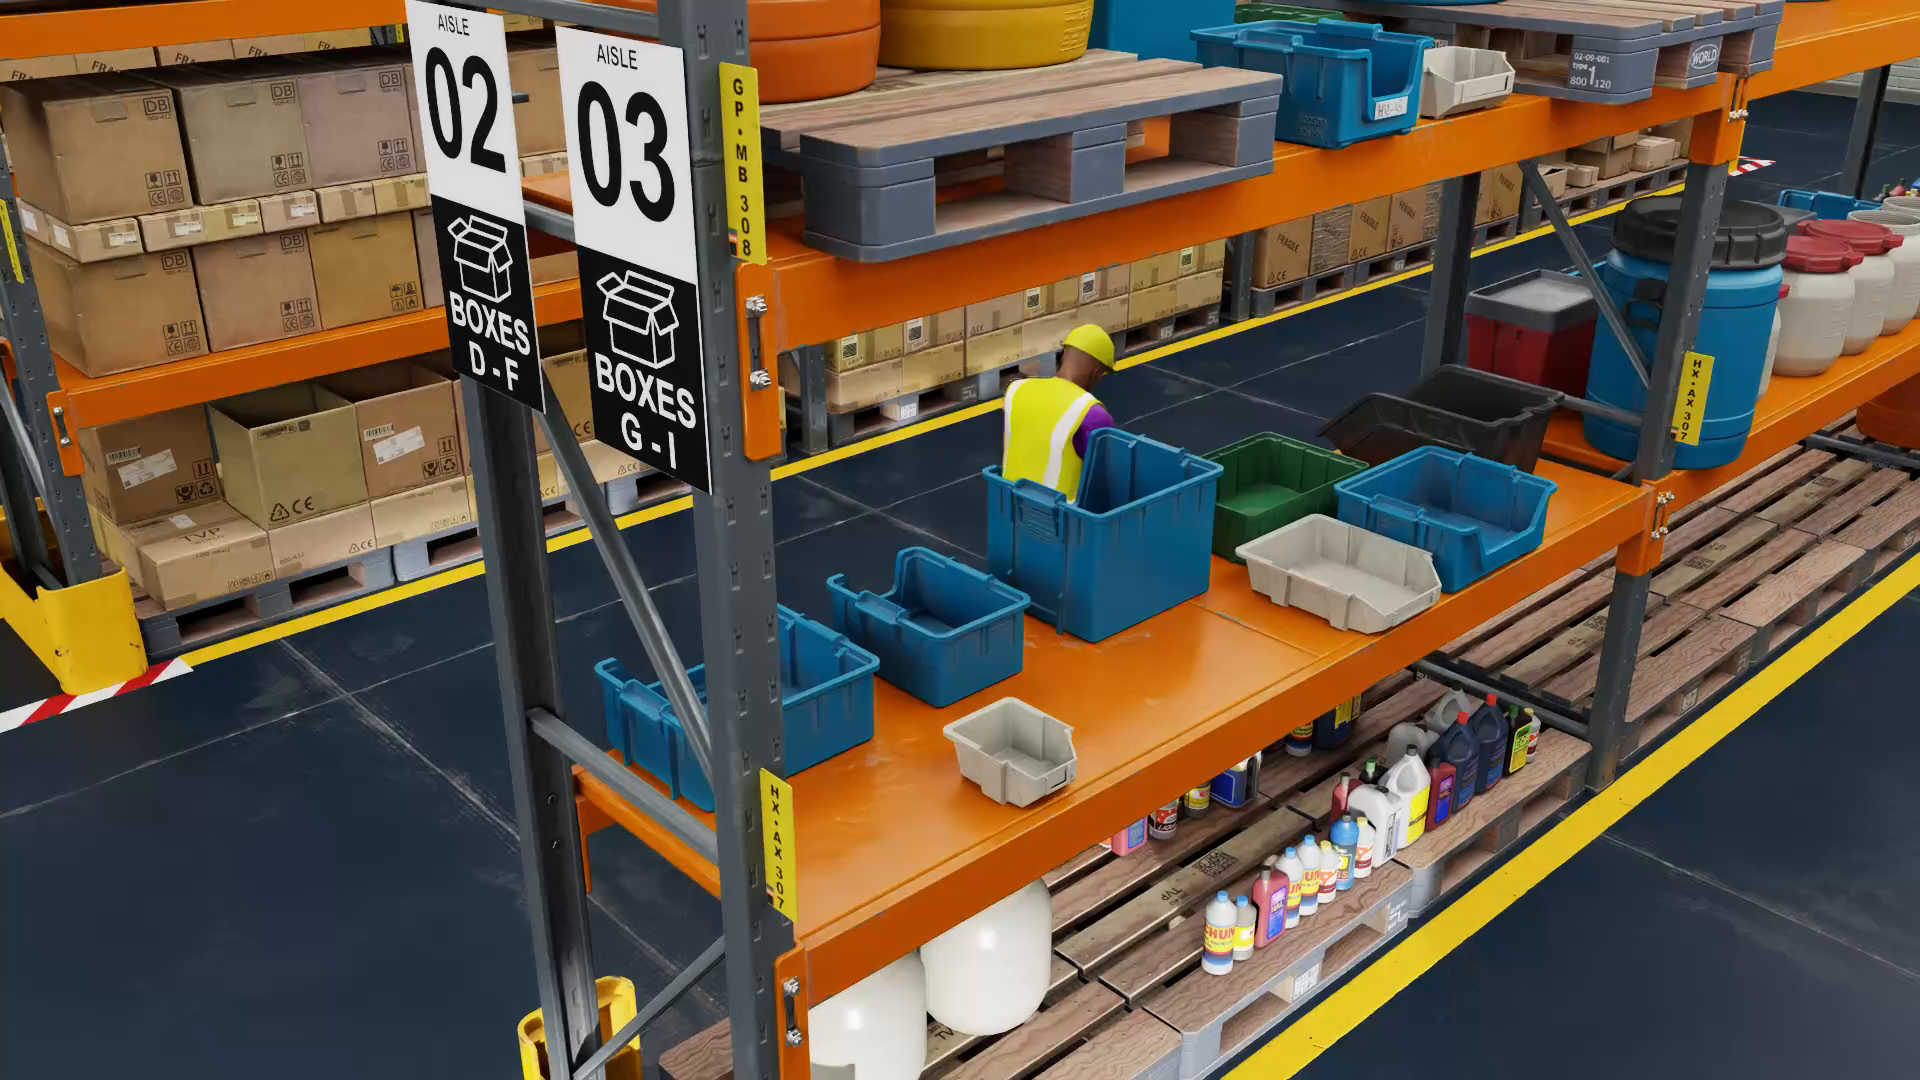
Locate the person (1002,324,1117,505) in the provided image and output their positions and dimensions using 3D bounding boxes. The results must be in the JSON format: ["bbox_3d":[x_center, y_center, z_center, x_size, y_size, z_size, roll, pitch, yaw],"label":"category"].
[{"bbox_3d":[0.404,-0.076,6.910,0.577,1.633,0.613,-20,31,-37],"label":"person"}]
